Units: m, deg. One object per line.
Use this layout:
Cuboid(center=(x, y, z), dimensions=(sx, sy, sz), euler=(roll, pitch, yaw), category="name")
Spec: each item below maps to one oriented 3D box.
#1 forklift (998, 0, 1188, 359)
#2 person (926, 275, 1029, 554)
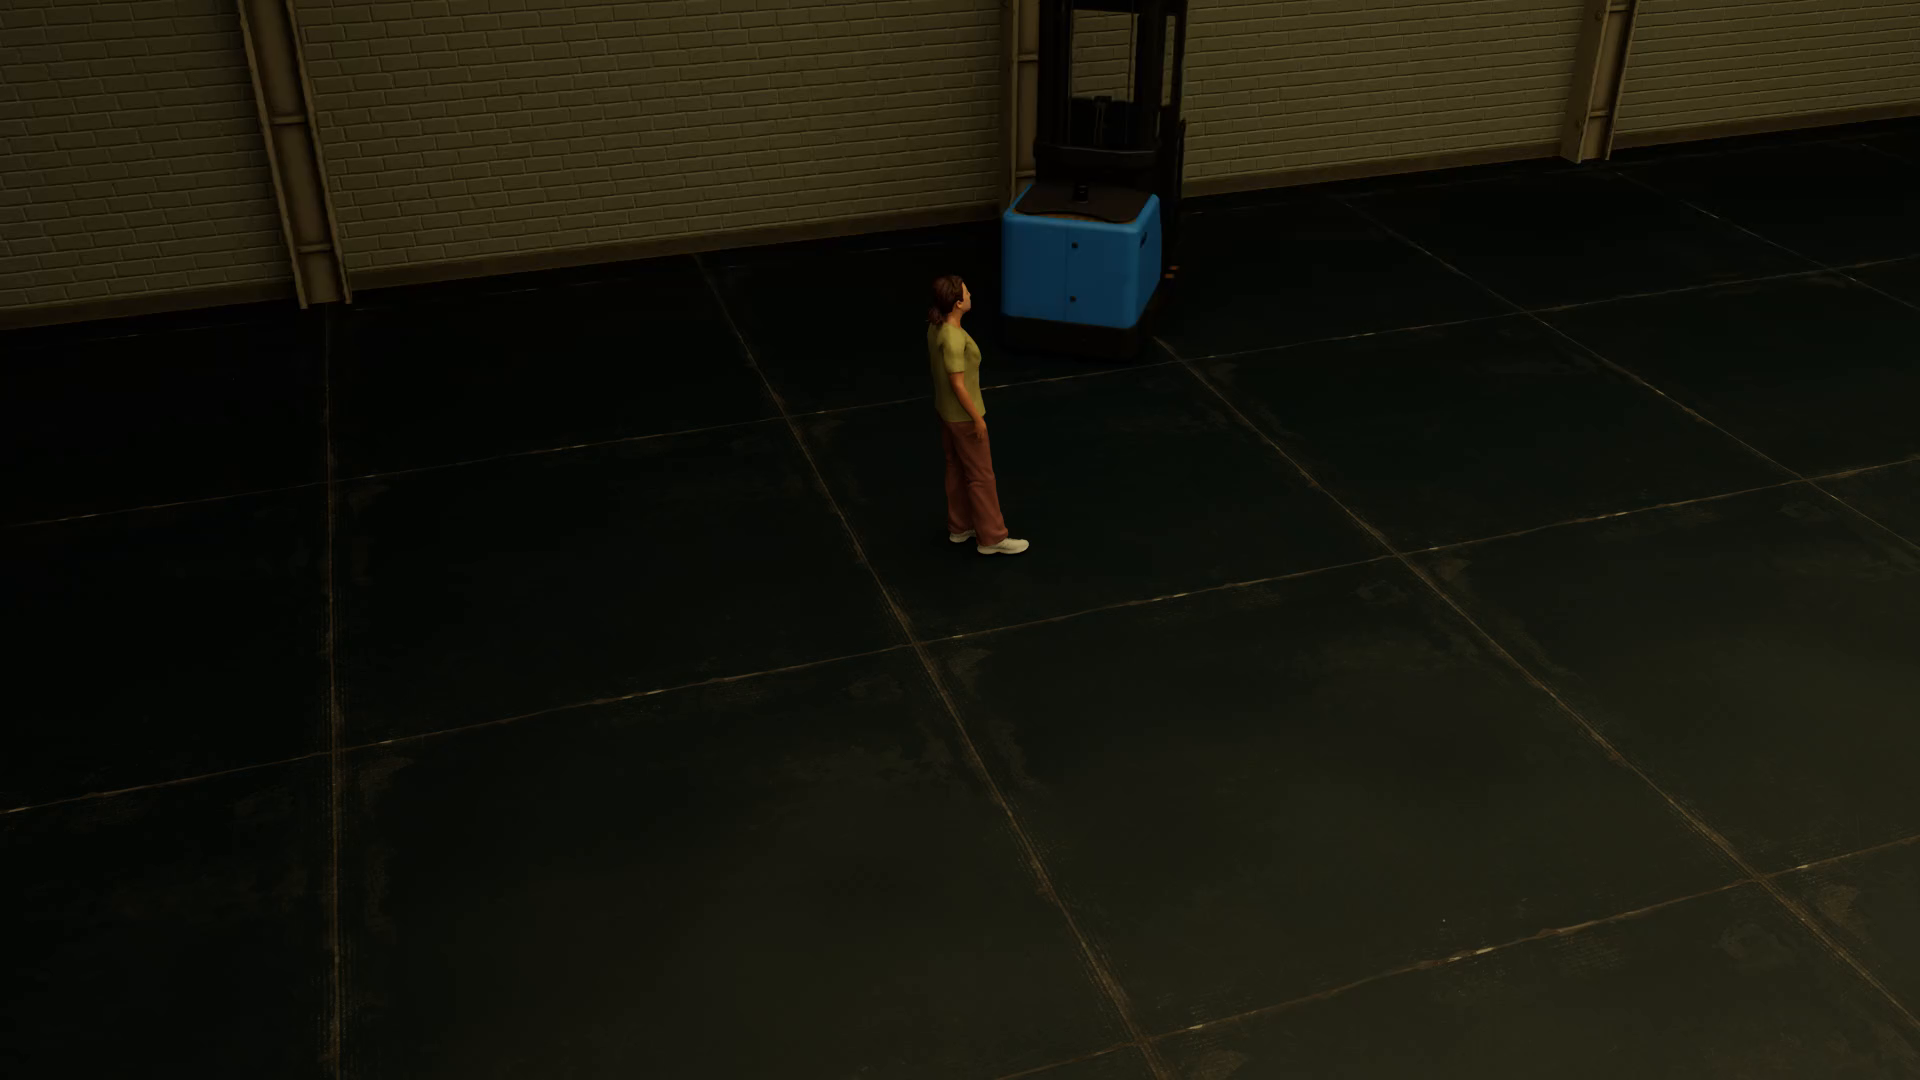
Cuboid(center=(1.196, -3.315, 12.849), dimensions=(1.130, 2.935, 3.031), euler=(8, 31, 14), category="forklift")
Cuboid(center=(0.073, -0.739, 9.616), dimensions=(0.549, 1.675, 0.555), euler=(-10, 31, -16), category="person")
